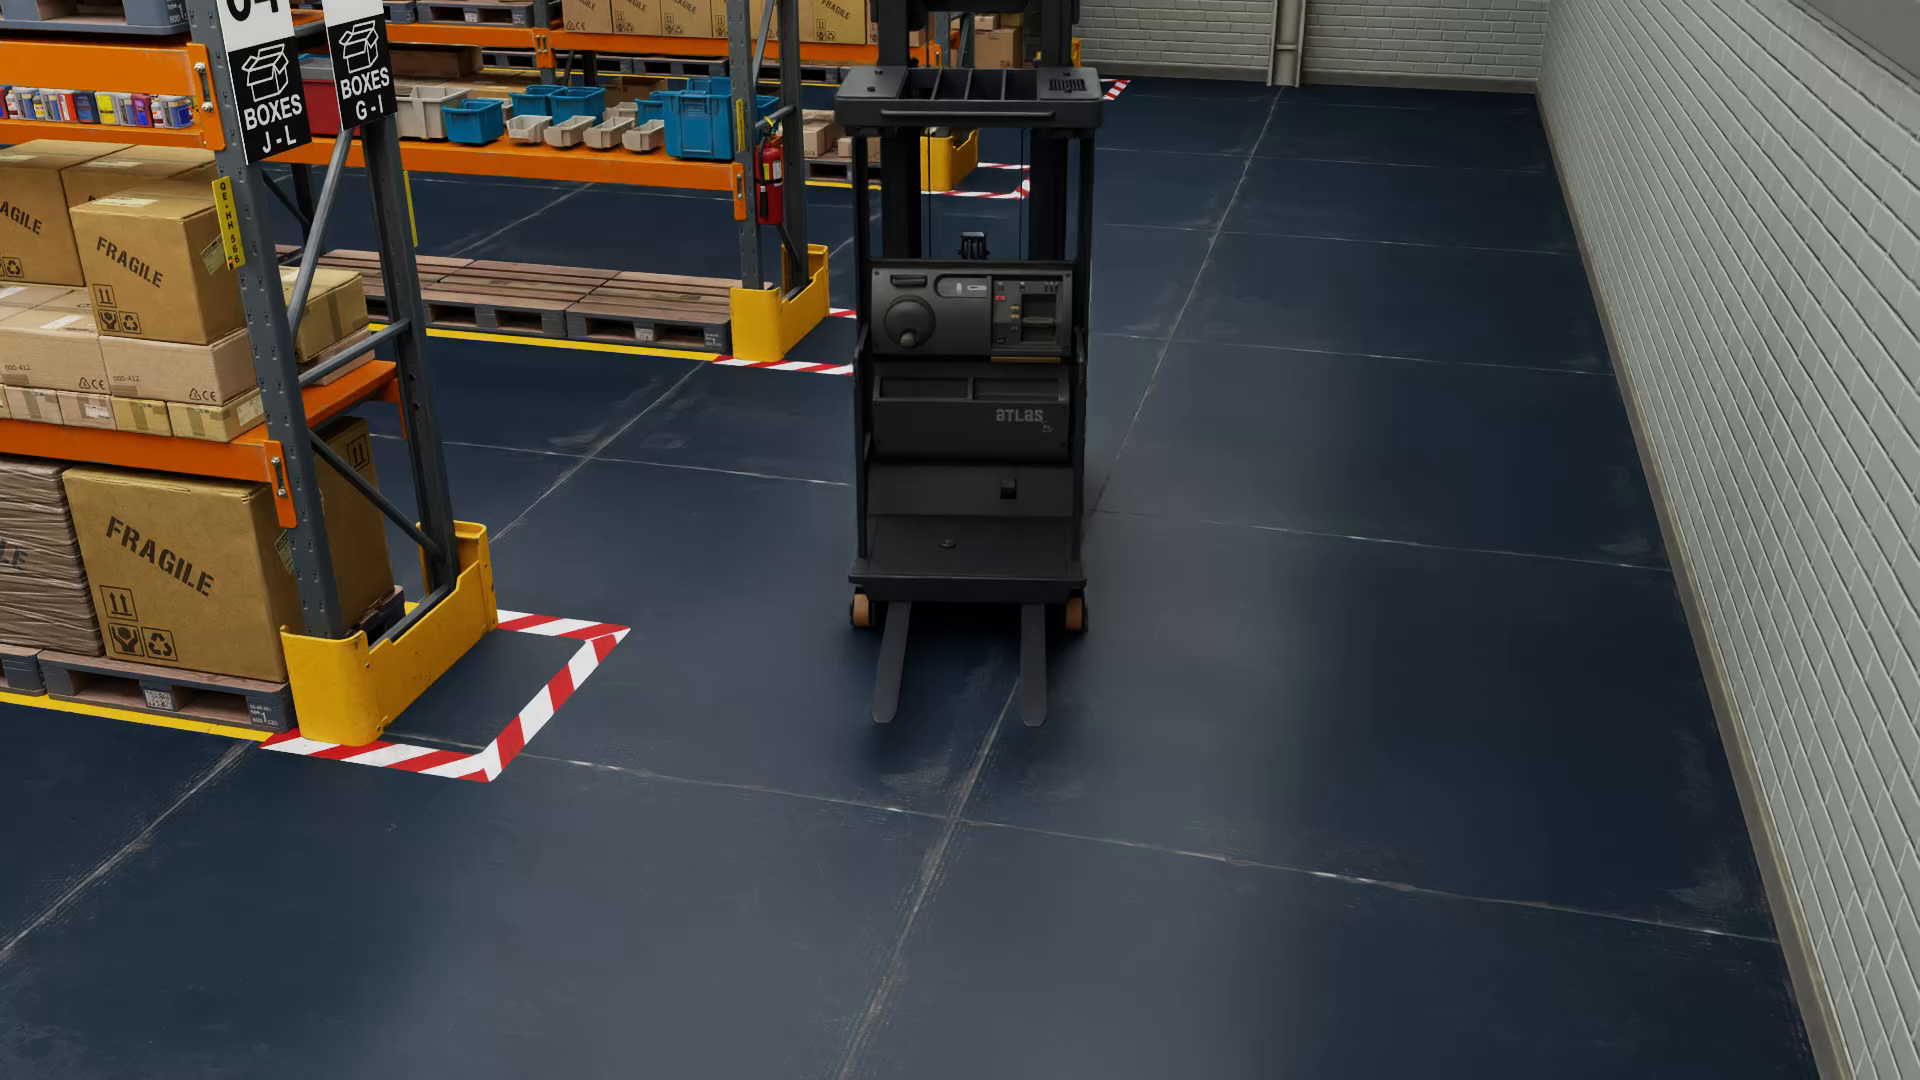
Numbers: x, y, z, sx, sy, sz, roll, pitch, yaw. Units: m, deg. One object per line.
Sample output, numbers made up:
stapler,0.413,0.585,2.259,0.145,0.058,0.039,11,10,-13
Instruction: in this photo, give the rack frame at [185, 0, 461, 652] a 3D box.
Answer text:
rack frame,-2.515,-0.750,6.835,0.127,3.000,1.000,6,26,13

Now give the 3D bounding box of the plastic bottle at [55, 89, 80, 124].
plastic bottle,-6.460,-3.185,12.094,0.135,0.276,0.152,6,26,13

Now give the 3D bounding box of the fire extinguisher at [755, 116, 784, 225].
fire extinguisher,-1.248,-2.403,10.832,0.183,0.674,0.296,6,26,13

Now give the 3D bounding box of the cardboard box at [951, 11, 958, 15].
cardboard box,-0.079,-6.474,20.524,0.250,0.149,0.380,7,26,13

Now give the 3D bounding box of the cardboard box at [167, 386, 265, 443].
cardboard box,-2.942,-0.537,6.681,0.250,0.149,0.380,7,26,14

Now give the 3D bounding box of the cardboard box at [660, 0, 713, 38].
cardboard box,-2.512,-5.071,15.795,0.500,0.500,0.500,6,26,13

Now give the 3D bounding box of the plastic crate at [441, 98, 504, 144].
plastic crate,-3.334,-2.876,11.427,0.300,0.233,0.416,6,26,13

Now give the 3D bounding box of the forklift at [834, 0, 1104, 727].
forklift,0.049,-1.032,7.507,1.130,2.935,3.031,1,25,2

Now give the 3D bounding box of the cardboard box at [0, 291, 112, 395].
cardboard box,-3.541,-0.812,6.795,0.500,0.250,0.500,6,26,12

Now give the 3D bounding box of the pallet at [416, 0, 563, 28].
pallet,-4.665,-5.346,16.713,1.213,0.211,1.003,6,26,13

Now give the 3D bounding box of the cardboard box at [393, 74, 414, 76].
cardboard box,-5.817,-4.688,17.504,0.500,0.500,0.500,5,26,11

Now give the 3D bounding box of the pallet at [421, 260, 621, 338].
pallet,-3.248,-1.788,12.261,1.213,0.211,1.003,6,26,13

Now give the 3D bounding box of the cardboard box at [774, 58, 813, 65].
cardboard box,-1.989,-6.303,20.918,0.500,0.500,0.700,7,26,14

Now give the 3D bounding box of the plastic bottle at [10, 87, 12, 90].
plastic bottle,-7.281,-3.548,12.848,0.133,0.283,0.061,6,26,13

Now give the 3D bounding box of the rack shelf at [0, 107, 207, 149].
rack shelf,-7.092,-3.129,12.670,4.000,0.370,1.077,6,26,13

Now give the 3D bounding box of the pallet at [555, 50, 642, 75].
pallet,-4.639,-6.286,21.708,1.213,0.211,1.003,6,26,13

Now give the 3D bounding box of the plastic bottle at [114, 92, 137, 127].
plastic bottle,-5.971,-3.131,11.980,0.135,0.276,0.152,6,26,13

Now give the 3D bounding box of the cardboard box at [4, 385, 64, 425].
cardboard box,-3.679,-0.619,6.853,0.250,0.149,0.380,7,26,14

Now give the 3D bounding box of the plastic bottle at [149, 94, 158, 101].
plastic bottle,-6.157,-3.442,12.722,0.097,0.201,0.097,0,25,0

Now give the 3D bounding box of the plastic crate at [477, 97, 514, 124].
plastic crate,-3.394,-3.087,11.981,0.466,0.136,0.293,6,26,13

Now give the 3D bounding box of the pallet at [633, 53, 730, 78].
pallet,-3.454,-6.156,21.436,1.213,0.211,1.003,6,26,13

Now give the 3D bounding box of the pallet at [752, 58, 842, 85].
pallet,-1.971,-5.991,21.089,1.213,0.211,1.003,6,26,13

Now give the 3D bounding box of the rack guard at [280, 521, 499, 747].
rack guard,-2.492,0.382,7.367,0.348,0.500,1.175,6,26,13

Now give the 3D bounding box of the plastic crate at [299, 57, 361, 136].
plastic crate,-4.353,-3.096,11.619,0.583,0.464,0.402,6,26,13

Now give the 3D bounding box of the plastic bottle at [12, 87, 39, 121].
plastic bottle,-6.815,-3.224,12.176,0.135,0.276,0.152,6,26,13

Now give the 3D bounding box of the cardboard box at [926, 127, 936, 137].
cardboard box,-0.364,-3.973,16.410,0.250,0.149,0.380,6,26,13

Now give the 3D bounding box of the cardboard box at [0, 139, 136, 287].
cardboard box,-3.900,-1.425,7.210,0.500,0.500,0.500,6,26,12

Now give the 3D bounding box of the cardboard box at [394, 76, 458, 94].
cardboard box,-5.430,-4.415,16.931,0.500,0.500,0.500,7,26,14

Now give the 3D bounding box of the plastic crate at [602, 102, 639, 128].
plastic crate,-2.385,-3.025,11.850,0.298,0.136,0.250,6,26,13

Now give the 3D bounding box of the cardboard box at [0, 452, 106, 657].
cardboard box,-4.036,-0.113,7.480,0.875,0.875,0.875,6,26,13

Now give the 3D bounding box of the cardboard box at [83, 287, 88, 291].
cardboard box,-3.418,-1.033,7.258,0.500,0.250,0.500,6,26,12

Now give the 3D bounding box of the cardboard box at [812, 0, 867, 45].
cardboard box,-1.049,-4.907,15.452,0.500,0.500,0.500,7,26,13

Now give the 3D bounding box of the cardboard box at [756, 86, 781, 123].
cardboard box,-2.097,-4.174,16.420,0.637,0.503,0.797,6,26,13

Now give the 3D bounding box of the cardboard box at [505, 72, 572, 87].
cardboard box,-4.326,-4.525,17.161,0.500,0.500,0.500,5,26,11

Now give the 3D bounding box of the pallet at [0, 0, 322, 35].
pallet,-3.236,-2.139,6.367,1.213,0.211,1.003,6,26,13

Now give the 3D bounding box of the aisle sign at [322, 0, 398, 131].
aisle sign,-2.370,-2.041,6.522,0.004,0.787,0.394,6,26,13

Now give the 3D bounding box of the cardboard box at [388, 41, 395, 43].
cardboard box,-7.272,-6.918,22.187,0.500,0.500,0.700,7,26,14

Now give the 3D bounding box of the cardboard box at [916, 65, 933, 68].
cardboard box,-0.489,-6.137,20.571,0.500,0.500,0.700,5,26,11

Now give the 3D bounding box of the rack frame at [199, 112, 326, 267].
rack frame,-5.155,-3.240,12.066,0.127,3.000,1.000,6,26,13

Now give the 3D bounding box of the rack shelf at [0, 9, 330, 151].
rack shelf,-4.452,-1.993,6.795,4.000,0.370,1.077,6,26,13

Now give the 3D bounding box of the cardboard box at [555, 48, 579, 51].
cardboard box,-5.036,-6.782,21.517,0.750,0.750,0.750,6,26,13

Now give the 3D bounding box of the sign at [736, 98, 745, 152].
sign,-1.403,-2.655,10.646,0.005,0.325,0.100,6,26,13

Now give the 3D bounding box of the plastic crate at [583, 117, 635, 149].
plastic crate,-2.393,-2.769,11.313,0.243,0.136,0.396,6,26,13

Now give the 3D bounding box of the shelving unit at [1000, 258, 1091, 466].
shelving unit,0.461,-0.960,9.366,0.503,1.200,0.258,3,25,5

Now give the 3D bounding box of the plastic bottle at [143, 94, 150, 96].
plastic bottle,-6.264,-3.499,12.746,0.133,0.283,0.061,6,26,13

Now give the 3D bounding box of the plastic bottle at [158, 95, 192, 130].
plastic bottle,-5.618,-3.091,11.898,0.135,0.276,0.152,6,26,13

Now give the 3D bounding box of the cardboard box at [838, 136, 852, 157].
cardboard box,-1.002,-3.829,16.088,0.250,0.166,0.380,6,26,13

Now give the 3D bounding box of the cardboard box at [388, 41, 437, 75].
cardboard box,-5.780,-5.024,17.337,0.500,0.250,0.500,6,26,12
